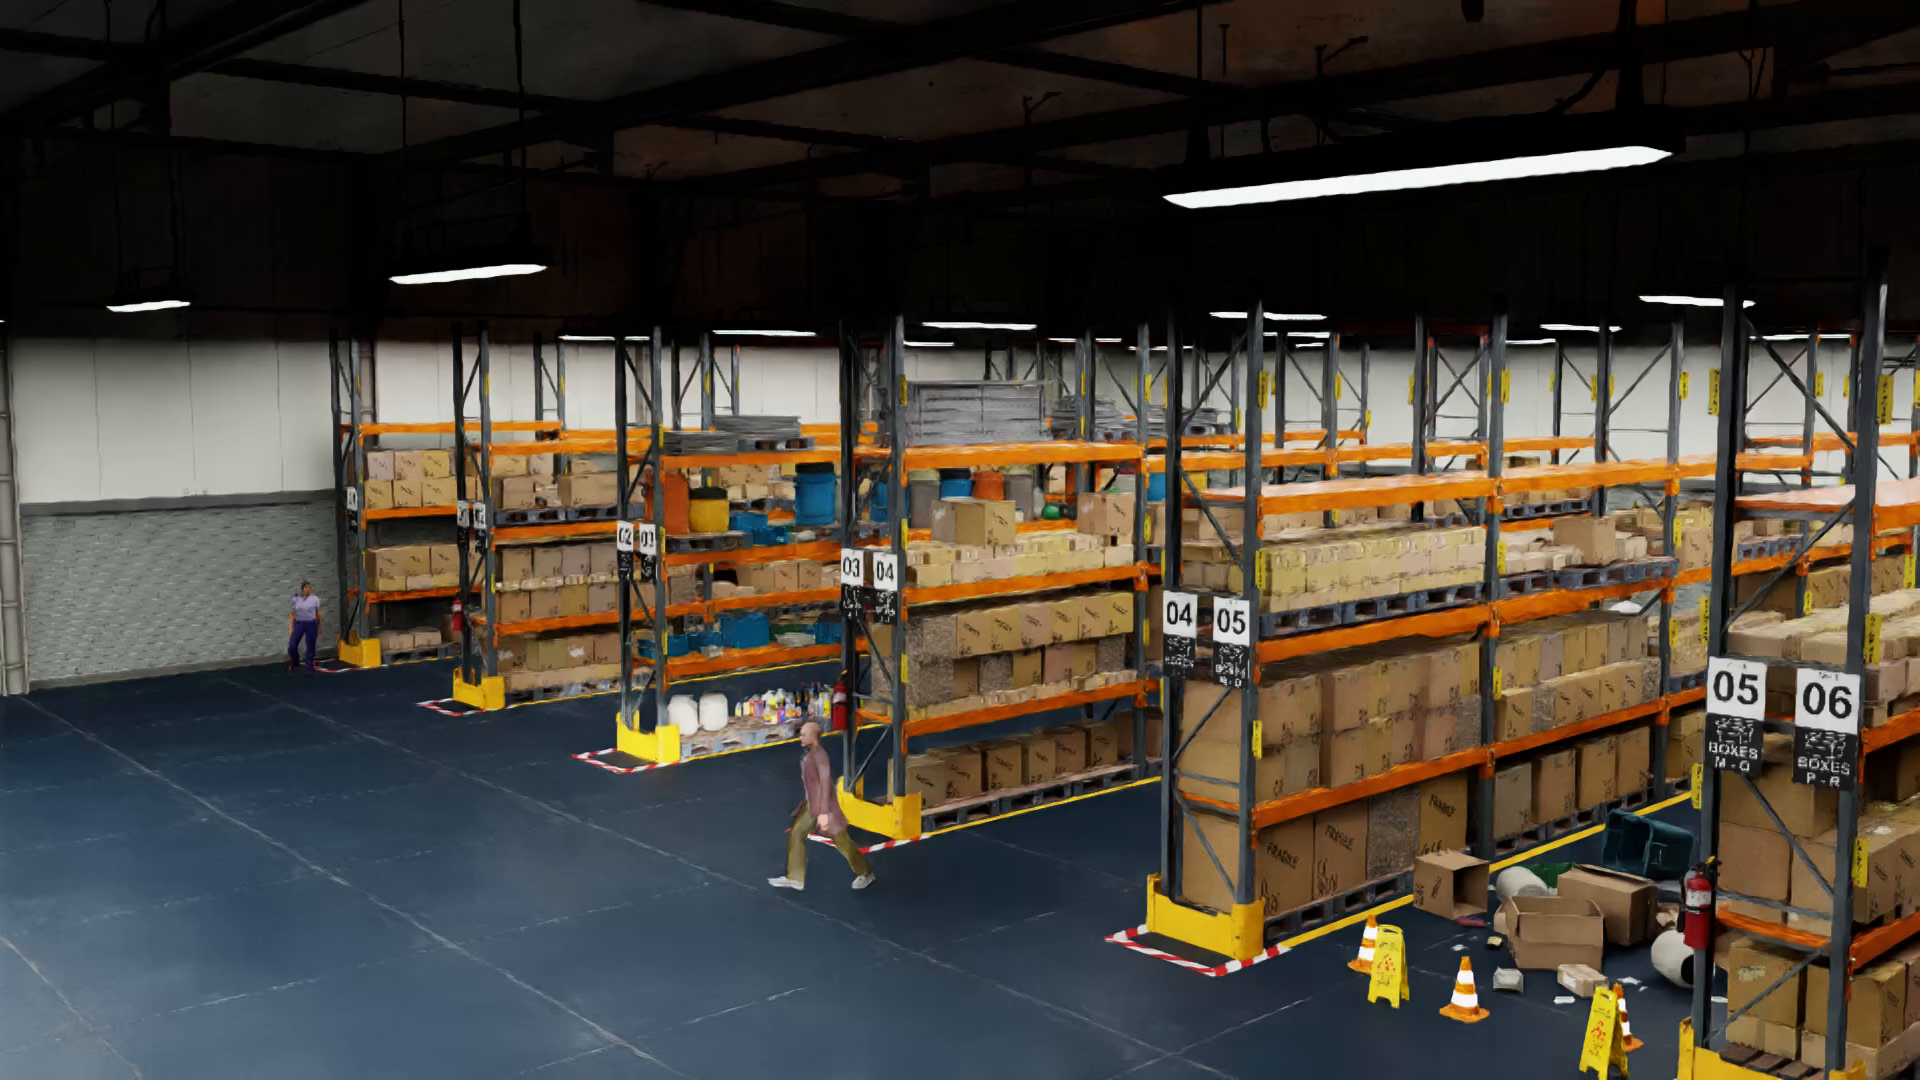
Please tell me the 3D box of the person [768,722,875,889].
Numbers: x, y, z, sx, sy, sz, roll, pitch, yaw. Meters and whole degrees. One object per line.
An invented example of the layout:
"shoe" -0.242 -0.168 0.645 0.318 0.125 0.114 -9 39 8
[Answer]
"person" -1.372 2.666 16.671 1.045 1.722 0.634 -2 6 -22

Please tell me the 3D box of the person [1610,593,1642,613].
"person" 10.784 1.606 27.014 0.676 1.763 0.579 -2 6 -16

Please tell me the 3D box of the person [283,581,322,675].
"person" -11.352 1.516 28.667 0.660 1.627 0.469 -2 6 -17
